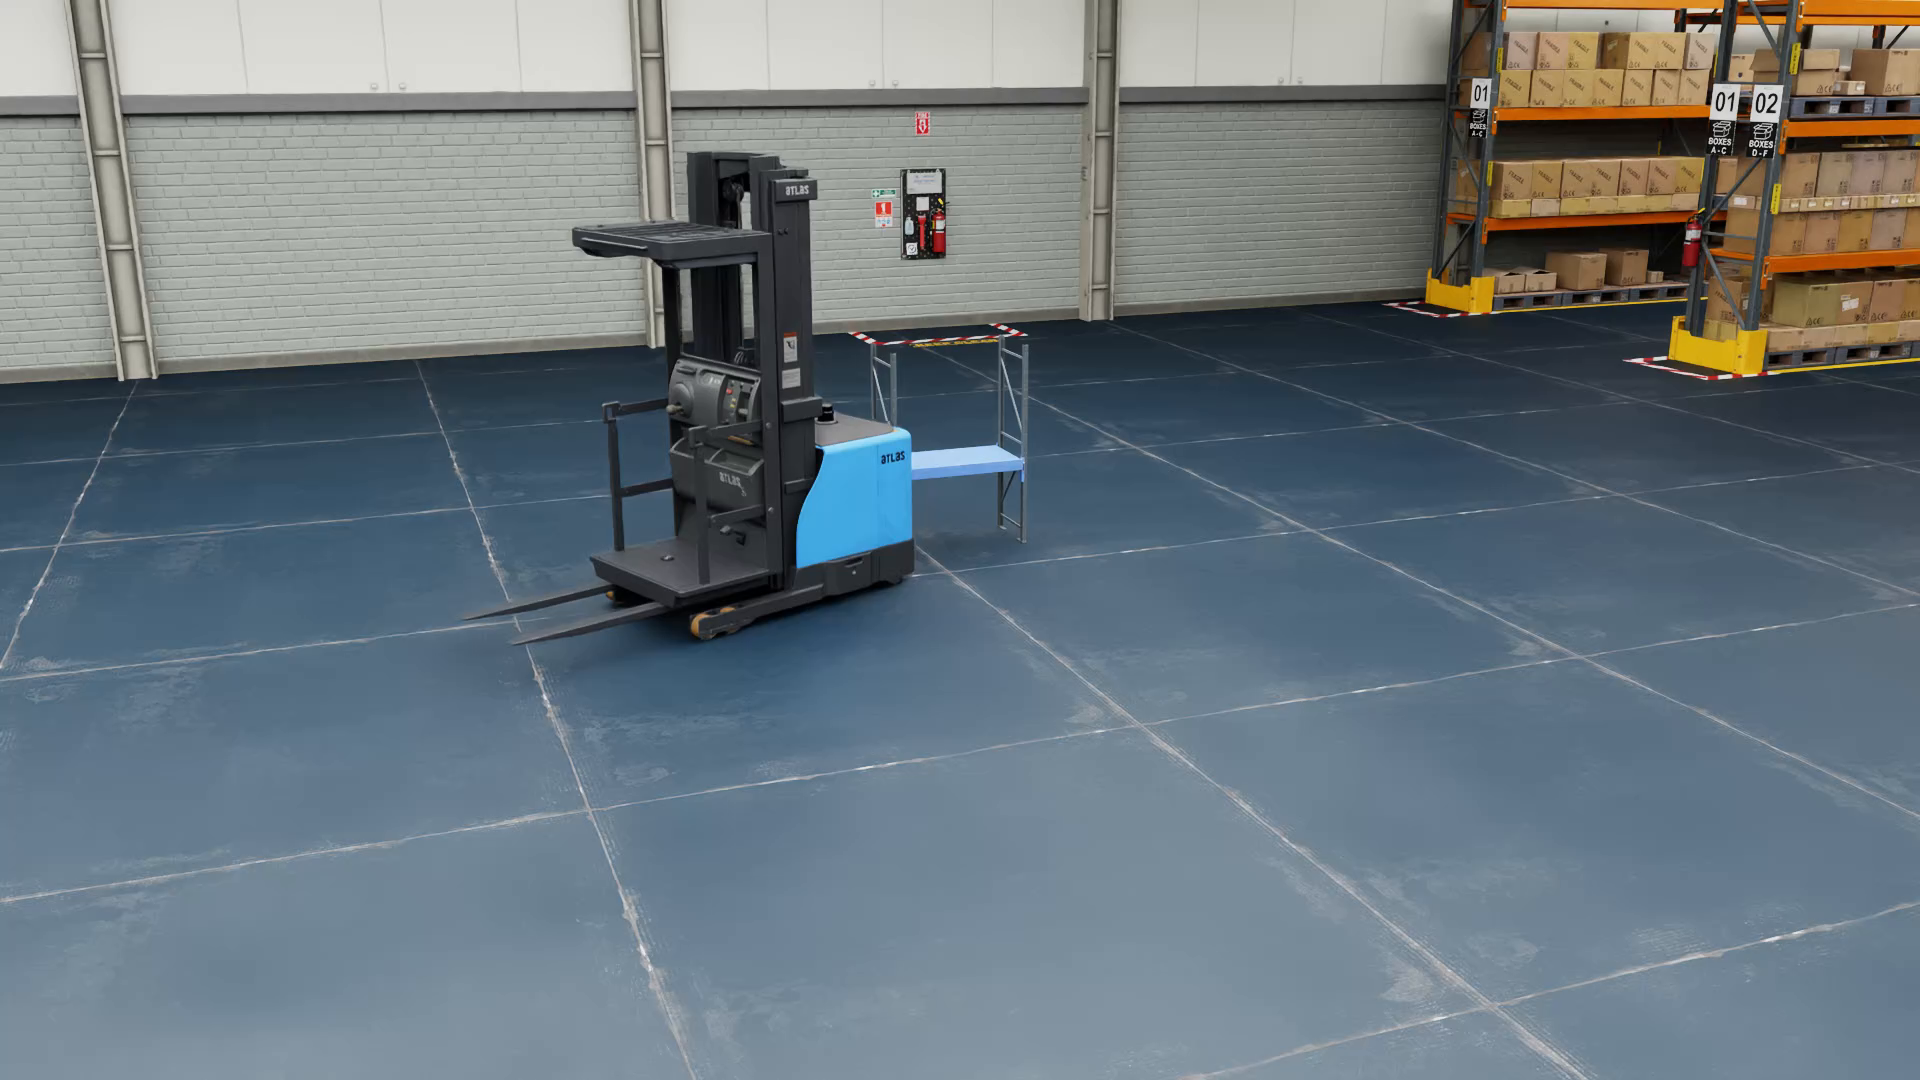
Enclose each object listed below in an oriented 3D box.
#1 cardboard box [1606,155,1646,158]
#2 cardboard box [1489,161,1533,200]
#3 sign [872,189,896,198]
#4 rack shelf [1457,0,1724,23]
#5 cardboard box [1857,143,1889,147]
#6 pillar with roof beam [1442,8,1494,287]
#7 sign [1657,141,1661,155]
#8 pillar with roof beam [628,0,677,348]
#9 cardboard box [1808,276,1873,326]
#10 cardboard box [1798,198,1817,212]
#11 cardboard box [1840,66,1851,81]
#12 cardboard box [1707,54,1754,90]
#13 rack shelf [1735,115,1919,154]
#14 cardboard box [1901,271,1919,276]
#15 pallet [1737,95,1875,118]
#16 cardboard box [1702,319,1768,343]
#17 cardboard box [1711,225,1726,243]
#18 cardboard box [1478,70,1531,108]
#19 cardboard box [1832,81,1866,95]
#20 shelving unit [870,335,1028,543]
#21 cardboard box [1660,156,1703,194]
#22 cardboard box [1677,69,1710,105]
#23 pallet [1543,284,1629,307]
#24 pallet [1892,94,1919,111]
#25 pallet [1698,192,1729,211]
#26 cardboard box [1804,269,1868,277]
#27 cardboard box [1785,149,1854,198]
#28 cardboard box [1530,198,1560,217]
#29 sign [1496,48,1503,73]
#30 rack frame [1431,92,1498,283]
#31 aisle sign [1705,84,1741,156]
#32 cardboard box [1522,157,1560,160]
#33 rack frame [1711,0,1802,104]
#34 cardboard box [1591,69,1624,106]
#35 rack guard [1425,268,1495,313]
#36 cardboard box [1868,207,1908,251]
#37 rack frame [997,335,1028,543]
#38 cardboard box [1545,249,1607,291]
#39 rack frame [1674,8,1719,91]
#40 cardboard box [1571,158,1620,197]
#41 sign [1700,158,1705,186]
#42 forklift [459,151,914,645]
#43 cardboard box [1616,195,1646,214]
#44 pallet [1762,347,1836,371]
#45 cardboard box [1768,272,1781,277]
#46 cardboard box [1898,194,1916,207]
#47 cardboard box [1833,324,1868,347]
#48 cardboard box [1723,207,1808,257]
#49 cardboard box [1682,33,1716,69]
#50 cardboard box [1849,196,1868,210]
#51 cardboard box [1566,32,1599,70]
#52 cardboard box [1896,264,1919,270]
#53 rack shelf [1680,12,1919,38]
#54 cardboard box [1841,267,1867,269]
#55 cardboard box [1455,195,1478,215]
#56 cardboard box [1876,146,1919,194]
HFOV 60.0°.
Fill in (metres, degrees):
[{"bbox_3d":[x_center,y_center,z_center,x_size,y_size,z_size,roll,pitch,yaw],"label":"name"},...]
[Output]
[{"bbox_3d":[9.876,-5.461,24.771,0.500,0.500,0.500,-6,17,-20],"label":"cardboard box"},{"bbox_3d":[7.692,-5.070,23.441,0.500,0.500,0.500,-6,17,-20],"label":"cardboard box"},{"bbox_3d":[-0.987,-4.499,21.591,0.331,0.109,0.001,-6,17,-20],"label":"sign"},{"bbox_3d":[9.006,-7.537,23.577,4.000,0.370,1.077,-6,17,-20],"label":"rack shelf"},{"bbox_3d":[14.297,-6.138,26.067,0.250,0.149,0.380,-9,18,-27],"label":"cardboard box"},{"bbox_3d":[9.023,-6.848,19.946,0.400,9.000,9.100,-6,17,-20],"label":"pillar with roof beam"},{"bbox_3d":[10.672,-5.908,25.340,0.005,0.325,0.100,-6,17,-20],"label":"sign"},{"bbox_3d":[-2.183,-5.638,15.826,0.400,9.000,9.100,-6,17,-20],"label":"pillar with roof beam"},{"bbox_3d":[10.423,-2.843,19.760,0.500,0.500,0.500,-6,17,-20],"label":"cardboard box"},{"bbox_3d":[9.603,-3.870,19.126,0.250,0.149,0.380,-7,18,-22],"label":"cardboard box"},{"bbox_3d":[10.415,-5.408,19.530,0.500,0.311,0.500,-4,17,-14],"label":"cardboard box"},{"bbox_3d":[11.413,-6.930,24.627,0.500,0.500,0.500,-4,17,-12],"label":"cardboard box"},{"bbox_3d":[10.782,-4.797,19.562,4.000,0.370,1.077,-6,17,-20],"label":"rack shelf"},{"bbox_3d":[11.824,-2.995,20.276,0.500,0.500,0.500,-6,17,-20],"label":"cardboard box"},{"bbox_3d":[9.584,-4.962,19.006,1.213,0.211,1.003,-6,17,-20],"label":"pallet"},{"bbox_3d":[9.309,-2.515,19.973,0.500,0.250,0.500,-6,17,-20],"label":"cardboard box"},{"bbox_3d":[11.965,-4.703,25.613,0.500,0.250,0.500,-7,18,-21],"label":"cardboard box"},{"bbox_3d":[7.540,-6.269,23.085,0.500,0.500,0.500,-6,17,-19],"label":"cardboard box"},{"bbox_3d":[10.076,-5.160,18.976,0.250,0.149,0.380,-6,17,-20],"label":"cardboard box"},{"bbox_3d":[-0.080,-0.711,12.358,1.048,1.500,0.538,-6,17,-20],"label":"shelving unit"},{"bbox_3d":[10.543,-5.376,24.480,0.500,0.500,0.500,-6,17,-20],"label":"cardboard box"},{"bbox_3d":[10.488,-6.588,24.171,0.500,0.500,0.500,-6,17,-19],"label":"cardboard box"},{"bbox_3d":[9.118,-3.668,24.715,1.213,0.211,1.003,-6,17,-20],"label":"pallet"},{"bbox_3d":[11.862,-5.208,19.843,1.213,0.211,1.003,-6,17,-20],"label":"pallet"},{"bbox_3d":[11.639,-5.154,25.166,1.213,0.211,1.003,-6,17,-20],"label":"pallet"},{"bbox_3d":[10.705,-3.030,20.397,0.500,0.500,0.500,-6,17,-20],"label":"cardboard box"},{"bbox_3d":[9.893,-4.275,19.352,0.500,0.500,0.700,-7,18,-22],"label":"cardboard box"},{"bbox_3d":[8.187,-4.763,23.726,0.500,0.250,0.500,-7,18,-22],"label":"cardboard box"},{"bbox_3d":[7.333,-6.520,22.601,0.005,0.325,0.100,-6,17,-20],"label":"sign"},{"bbox_3d":[7.138,-4.804,23.633,0.127,3.000,1.000,-6,17,-20],"label":"rack frame"},{"bbox_3d":[8.748,-4.819,19.071,0.004,0.787,0.394,-6,17,-20],"label":"aisle sign"},{"bbox_3d":[8.457,-5.306,24.244,0.500,0.500,0.500,-7,18,-22],"label":"cardboard box"},{"bbox_3d":[8.914,-6.379,18.351,0.127,3.000,1.000,-6,17,-20],"label":"rack frame"},{"bbox_3d":[9.030,-6.426,23.622,0.500,0.500,0.500,-5,17,-17],"label":"cardboard box"},{"bbox_3d":[7.209,-3.612,24.012,0.348,0.500,1.175,-6,17,-20],"label":"rack guard"},{"bbox_3d":[10.800,-3.749,19.865,0.500,0.500,0.700,-6,17,-18],"label":"cardboard box"},{"bbox_3d":[0.395,-0.762,12.532,0.032,1.500,0.500,-6,17,-20],"label":"rack frame"},{"bbox_3d":[9.052,-3.980,24.483,0.500,0.500,0.700,-7,18,-24],"label":"cardboard box"},{"bbox_3d":[10.874,-8.086,24.161,0.127,3.000,1.000,-6,17,-20],"label":"rack frame"},{"bbox_3d":[9.119,-5.223,23.961,0.500,0.500,0.500,-6,17,-18],"label":"cardboard box"},{"bbox_3d":[8.733,-4.314,19.491,0.005,0.325,0.100,-6,17,-20],"label":"sign"},{"bbox_3d":[-1.739,-0.942,10.602,3.031,2.935,1.130,-15,22,-41],"label":"forklift"},{"bbox_3d":[9.607,-4.914,24.241,0.500,0.250,0.500,-6,17,-20],"label":"cardboard box"},{"bbox_3d":[9.614,-2.251,19.889,1.213,0.211,1.003,-6,17,-20],"label":"pallet"},{"bbox_3d":[12.510,-4.404,25.926,0.500,0.500,0.700,-6,17,-19],"label":"cardboard box"},{"bbox_3d":[11.039,-4.024,19.650,0.250,0.149,0.380,-6,17,-18],"label":"cardboard box"},{"bbox_3d":[10.427,-2.480,19.856,0.500,0.250,0.500,-6,17,-20],"label":"cardboard box"},{"bbox_3d":[9.355,-3.593,19.331,0.500,0.500,0.700,-6,17,-20],"label":"cardboard box"},{"bbox_3d":[10.503,-7.062,24.011,0.500,0.500,0.500,-8,18,-25],"label":"cardboard box"},{"bbox_3d":[10.321,-3.948,19.388,0.250,0.149,0.380,-7,18,-22],"label":"cardboard box"},{"bbox_3d":[8.546,-6.847,23.280,0.500,0.500,0.500,-6,17,-19],"label":"cardboard box"},{"bbox_3d":[12.105,-3.182,20.914,0.500,0.500,0.500,-6,17,-20],"label":"cardboard box"},{"bbox_3d":[12.741,-7.750,25.006,4.000,0.370,1.077,-6,17,-20],"label":"rack shelf"},{"bbox_3d":[13.955,-4.536,26.376,0.500,0.500,0.700,-6,17,-19],"label":"cardboard box"},{"bbox_3d":[7.506,-4.840,23.986,0.500,0.250,0.500,-6,17,-19],"label":"cardboard box"},{"bbox_3d":[11.298,-4.427,19.869,0.500,0.500,0.700,-6,17,-20],"label":"cardboard box"}]
